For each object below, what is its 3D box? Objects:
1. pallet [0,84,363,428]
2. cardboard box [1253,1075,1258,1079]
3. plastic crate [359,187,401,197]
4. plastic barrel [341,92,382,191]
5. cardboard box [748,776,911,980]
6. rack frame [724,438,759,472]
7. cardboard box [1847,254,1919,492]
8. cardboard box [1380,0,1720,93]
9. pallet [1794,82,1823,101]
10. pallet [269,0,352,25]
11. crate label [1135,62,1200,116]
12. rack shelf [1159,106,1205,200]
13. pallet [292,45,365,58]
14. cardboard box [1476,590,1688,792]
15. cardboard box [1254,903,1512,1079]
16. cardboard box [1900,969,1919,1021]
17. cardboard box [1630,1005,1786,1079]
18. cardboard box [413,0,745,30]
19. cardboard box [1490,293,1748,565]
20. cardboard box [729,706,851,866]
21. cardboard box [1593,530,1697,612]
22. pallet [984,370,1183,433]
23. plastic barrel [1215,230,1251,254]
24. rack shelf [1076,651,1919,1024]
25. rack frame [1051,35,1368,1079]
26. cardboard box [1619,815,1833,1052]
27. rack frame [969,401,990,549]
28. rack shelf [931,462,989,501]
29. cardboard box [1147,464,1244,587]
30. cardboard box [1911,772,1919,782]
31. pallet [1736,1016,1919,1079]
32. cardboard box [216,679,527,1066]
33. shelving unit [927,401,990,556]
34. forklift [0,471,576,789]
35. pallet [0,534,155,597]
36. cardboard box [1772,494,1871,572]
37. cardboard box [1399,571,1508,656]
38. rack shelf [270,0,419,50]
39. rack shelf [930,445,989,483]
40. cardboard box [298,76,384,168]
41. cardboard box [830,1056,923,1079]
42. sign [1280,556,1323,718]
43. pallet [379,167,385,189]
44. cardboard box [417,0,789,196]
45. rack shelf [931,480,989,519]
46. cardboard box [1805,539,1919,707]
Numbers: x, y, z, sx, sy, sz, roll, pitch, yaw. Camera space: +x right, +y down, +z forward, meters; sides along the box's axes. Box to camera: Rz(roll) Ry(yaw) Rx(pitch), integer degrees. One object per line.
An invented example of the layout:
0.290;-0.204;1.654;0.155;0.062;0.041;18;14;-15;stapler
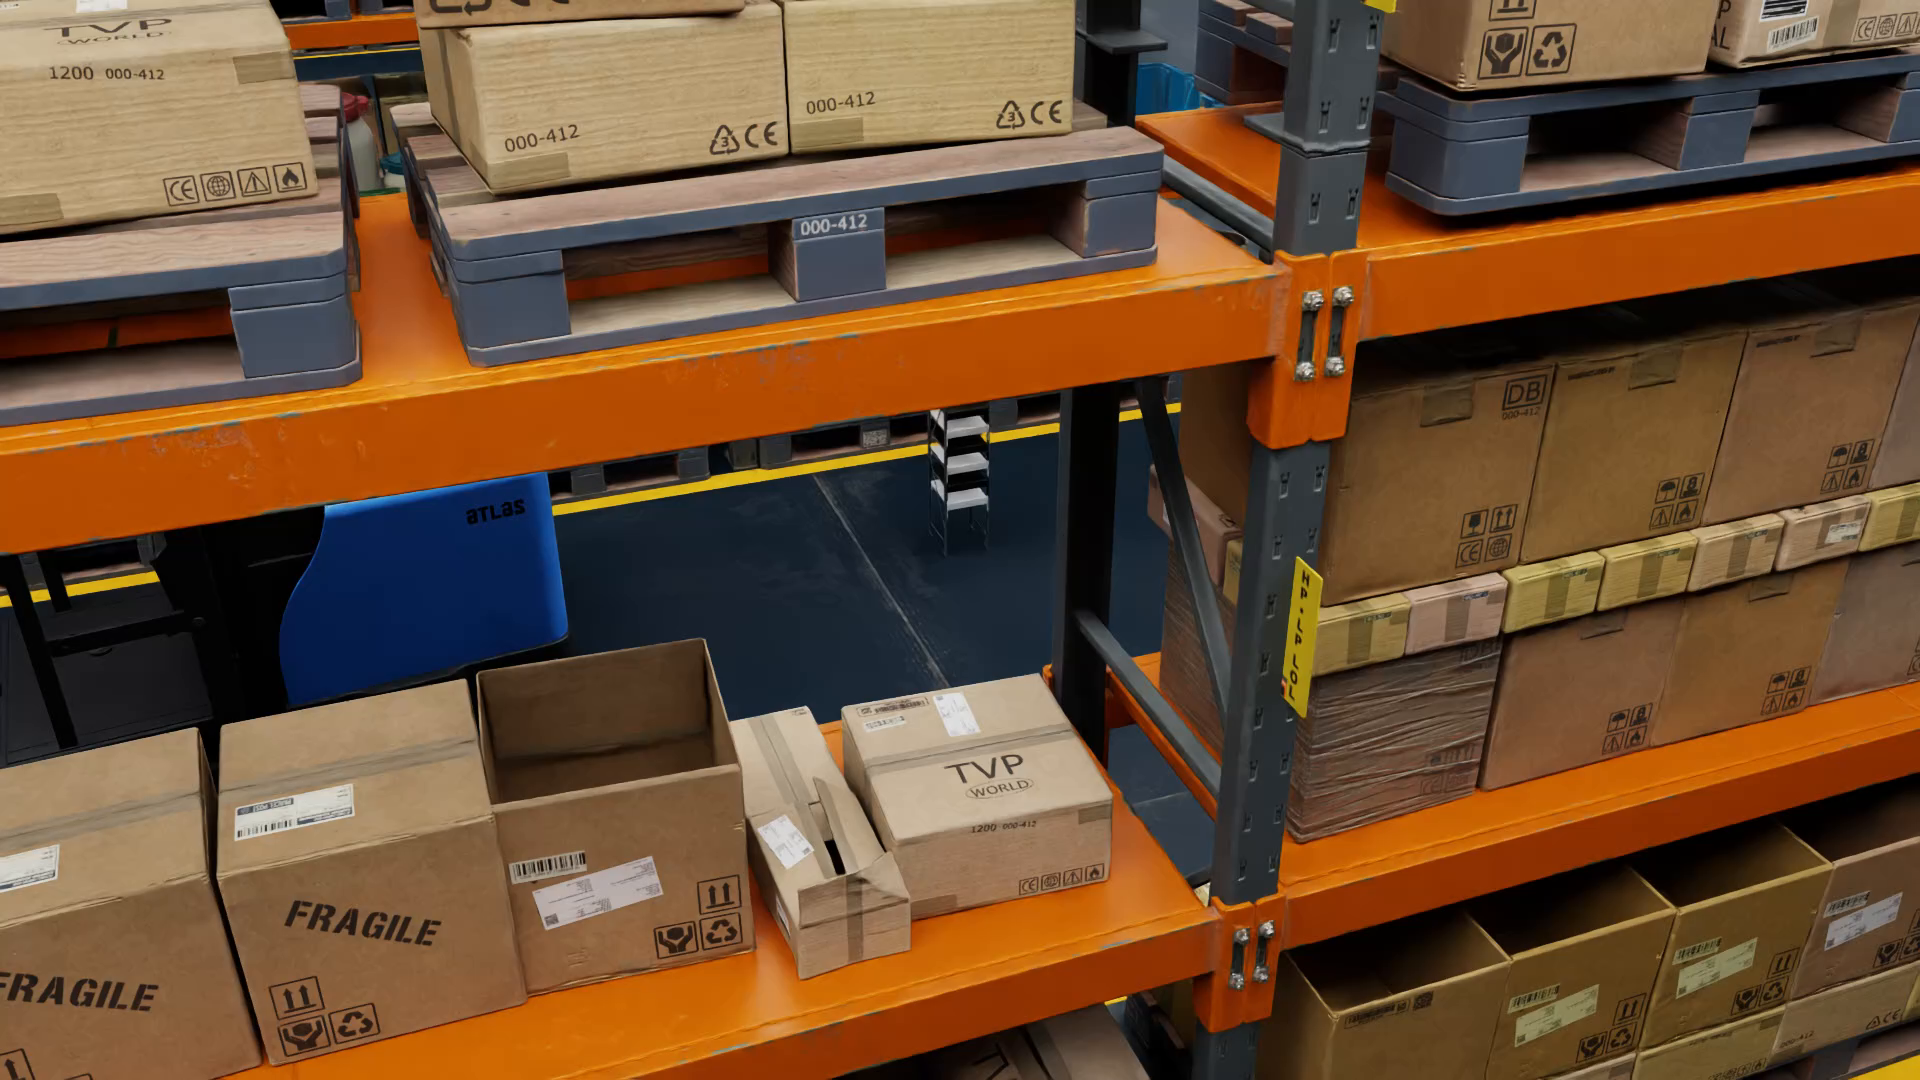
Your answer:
-1.622;-0.472;2.709;1.213;0.211;1.003;-9;31;-15;pallet
1.015;1.485;4.467;0.500;0.250;0.500;-10;31;-18;cardboard box
-2.783;-1.363;7.327;0.662;0.188;0.450;-10;31;-18;plastic crate
-2.910;-1.756;7.664;0.433;0.535;0.433;0;30;0;plastic barrel
-0.285;0.707;3.614;0.258;0.266;0.396;-11;32;-19;cardboard box
-1.249;-1.887;8.032;0.127;3.000;1.000;-10;31;-18;rack frame
2.299;-0.535;4.247;0.500;0.500;0.700;-10;31;-18;cardboard box
1.039;-1.143;3.029;0.500;0.500;0.500;-8;31;-14;cardboard box
2.407;-1.221;3.922;1.213;0.211;1.003;-10;31;-18;pallet
-4.884;-3.772;11.534;1.213;0.211;1.003;-10;31;-18;pallet
0.869;-2.149;8.457;0.616;0.435;0.502;-10;31;-18;crate label
0.625;-1.919;8.816;4.000;0.370;1.077;-10;31;-18;rack shelf
-6.453;-4.911;16.157;1.213;0.211;1.003;-10;31;-18;pallet
1.380;0.195;4.277;0.500;0.500;0.700;-11;31;-18;cardboard box
1.019;1.164;4.273;0.500;0.500;0.500;-10;31;-18;cardboard box
2.892;1.142;5.068;0.500;0.250;0.500;-10;31;-18;cardboard box
1.956;1.317;4.762;0.500;0.250;0.500;-10;31;-18;cardboard box
-0.643;-1.137;2.656;0.500;0.500;0.500;-7;31;-13;cardboard box
1.362;-0.363;3.945;0.500;0.500;0.700;-11;31;-18;cardboard box
-0.427;0.579;3.957;0.250;0.149;0.380;-10;31;-18;cardboard box
1.516;-0.004;3.971;0.250;0.149;0.380;-11;31;-18;cardboard box
0.540;-0.984;9.264;1.213;0.211;1.003;-10;31;-18;pallet
1.440;-1.443;9.342;0.421;0.512;0.421;0;30;0;plastic barrel
2.349;0.379;4.781;4.000;0.370;1.077;-10;31;-18;rack shelf
0.475;0.412;3.997;0.127;3.000;1.000;-10;31;-18;rack frame
1.956;0.991;4.576;0.500;0.500;0.500;-10;31;-18;cardboard box
0.088;-0.407;7.556;0.006;0.900;0.240;-10;31;-18;rack frame
-0.008;-0.282;7.586;0.200;0.077;0.258;-10;31;-18;rack shelf
0.655;-0.060;4.068;0.250;0.149;0.380;-10;31;-18;cardboard box
2.893;0.818;4.880;0.500;0.500;0.500;-10;31;-18;cardboard box
2.380;1.293;5.267;1.213;0.211;1.003;-10;31;-18;pallet
-1.214;0.671;3.441;0.500;0.500;0.500;-10;31;-18;cardboard box
-0.008;-0.390;7.525;0.210;0.900;0.258;-10;31;-18;shelving unit
-3.073;-0.526;5.712;3.031;2.935;1.130;-14;32;-23;forklift
-4.258;-0.100;7.713;1.213;0.211;1.003;-10;31;-18;pallet
2.001;-0.094;4.129;0.250;0.149;0.380;-11;32;-19;cardboard box
1.029;0.087;3.811;0.250;0.149;0.380;-10;31;-17;cardboard box
-4.851;-3.527;11.637;4.000;0.370;1.077;-10;31;-18;rack shelf
-0.008;-0.361;7.541;0.200;0.077;0.258;-10;31;-18;rack shelf
-4.537;-3.023;12.107;0.500;0.500;0.700;-13;32;-22;cardboard box
-0.290;1.476;3.916;0.500;0.311;0.500;-10;31;-16;cardboard box
0.673;0.193;3.291;0.005;0.325;0.100;-10;31;-18;sign
-4.851;-2.626;12.145;1.213;0.211;1.003;-10;31;-18;pallet
-0.620;-0.811;2.840;0.500;0.250;0.500;-14;32;-22;cardboard box
-0.008;-0.204;7.630;0.200;0.077;0.258;-10;31;-18;rack shelf
2.332;0.021;4.582;0.500;0.500;0.700;-9;31;-16;cardboard box
